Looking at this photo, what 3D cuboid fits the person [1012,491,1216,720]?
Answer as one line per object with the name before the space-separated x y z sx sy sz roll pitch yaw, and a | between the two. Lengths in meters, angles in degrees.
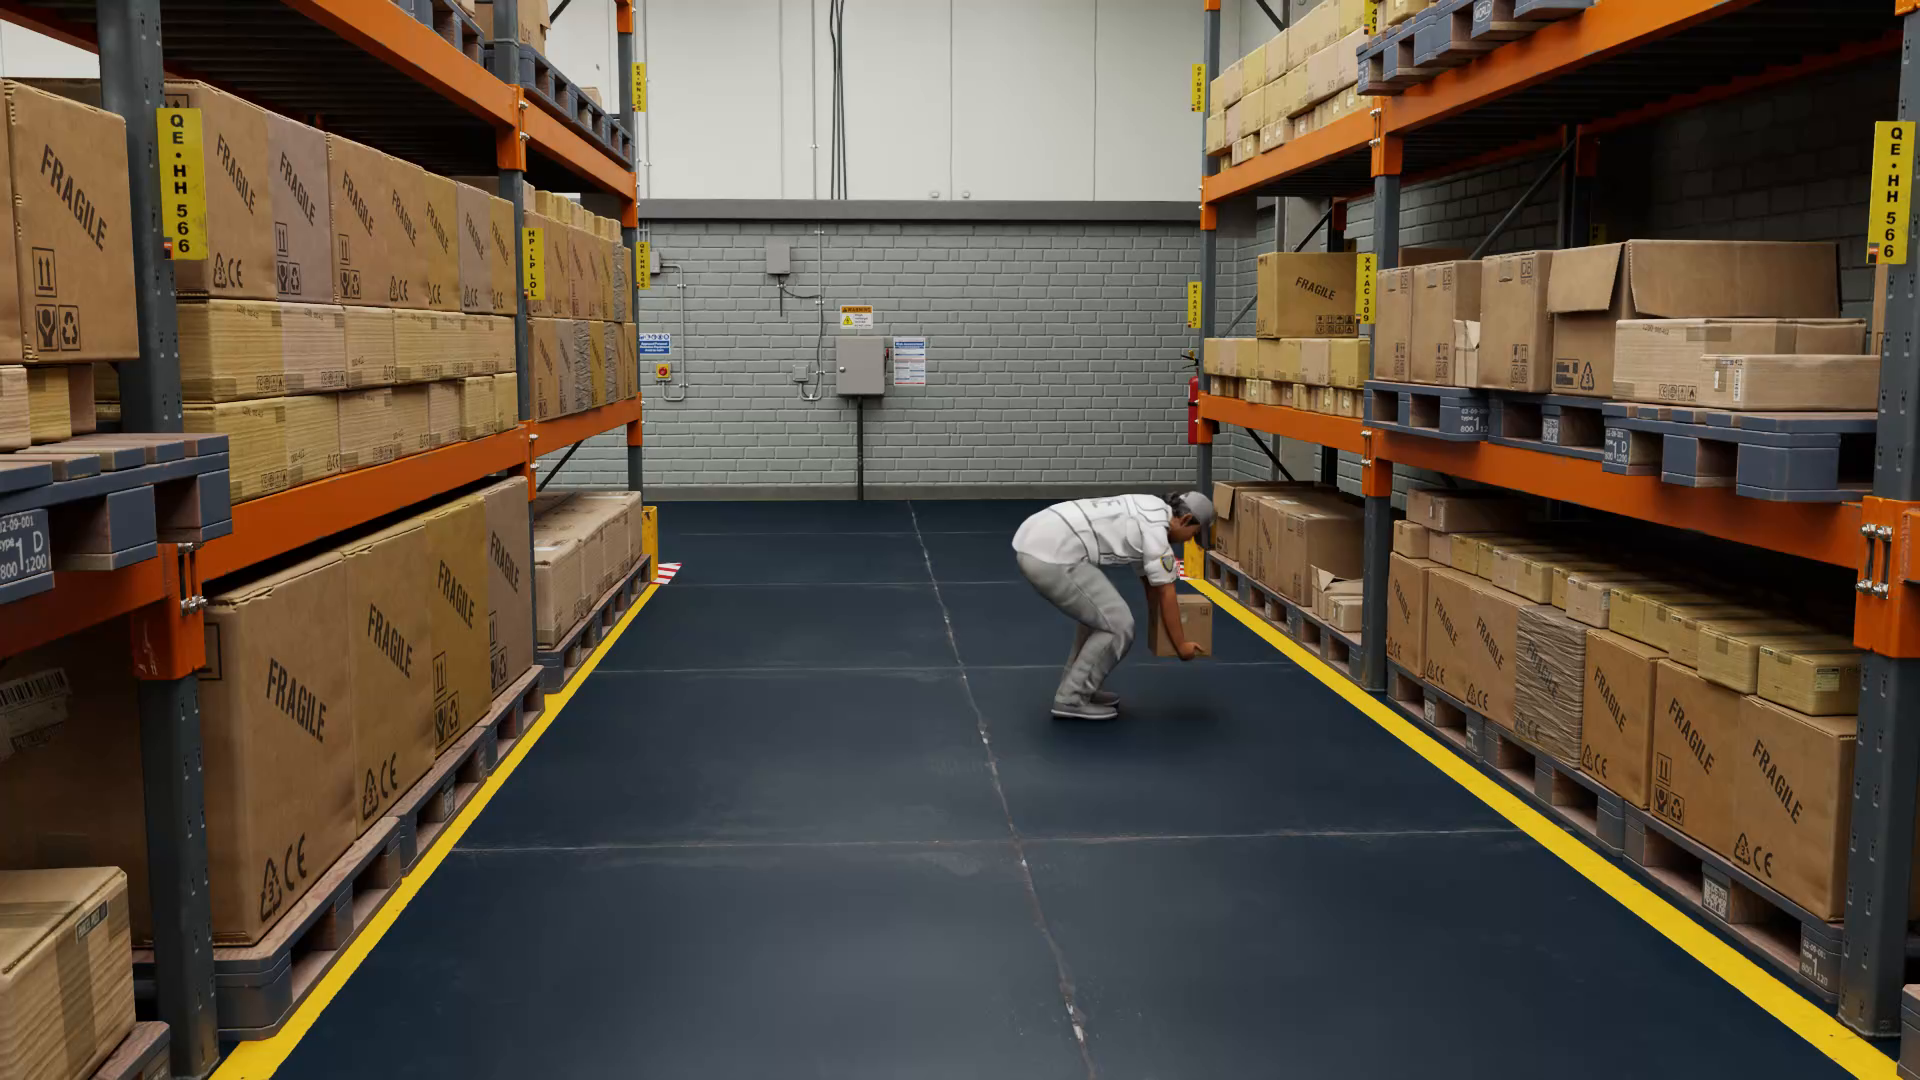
person | 0.711 0.288 7.586 0.938 1.015 0.487 -1 7 -7
